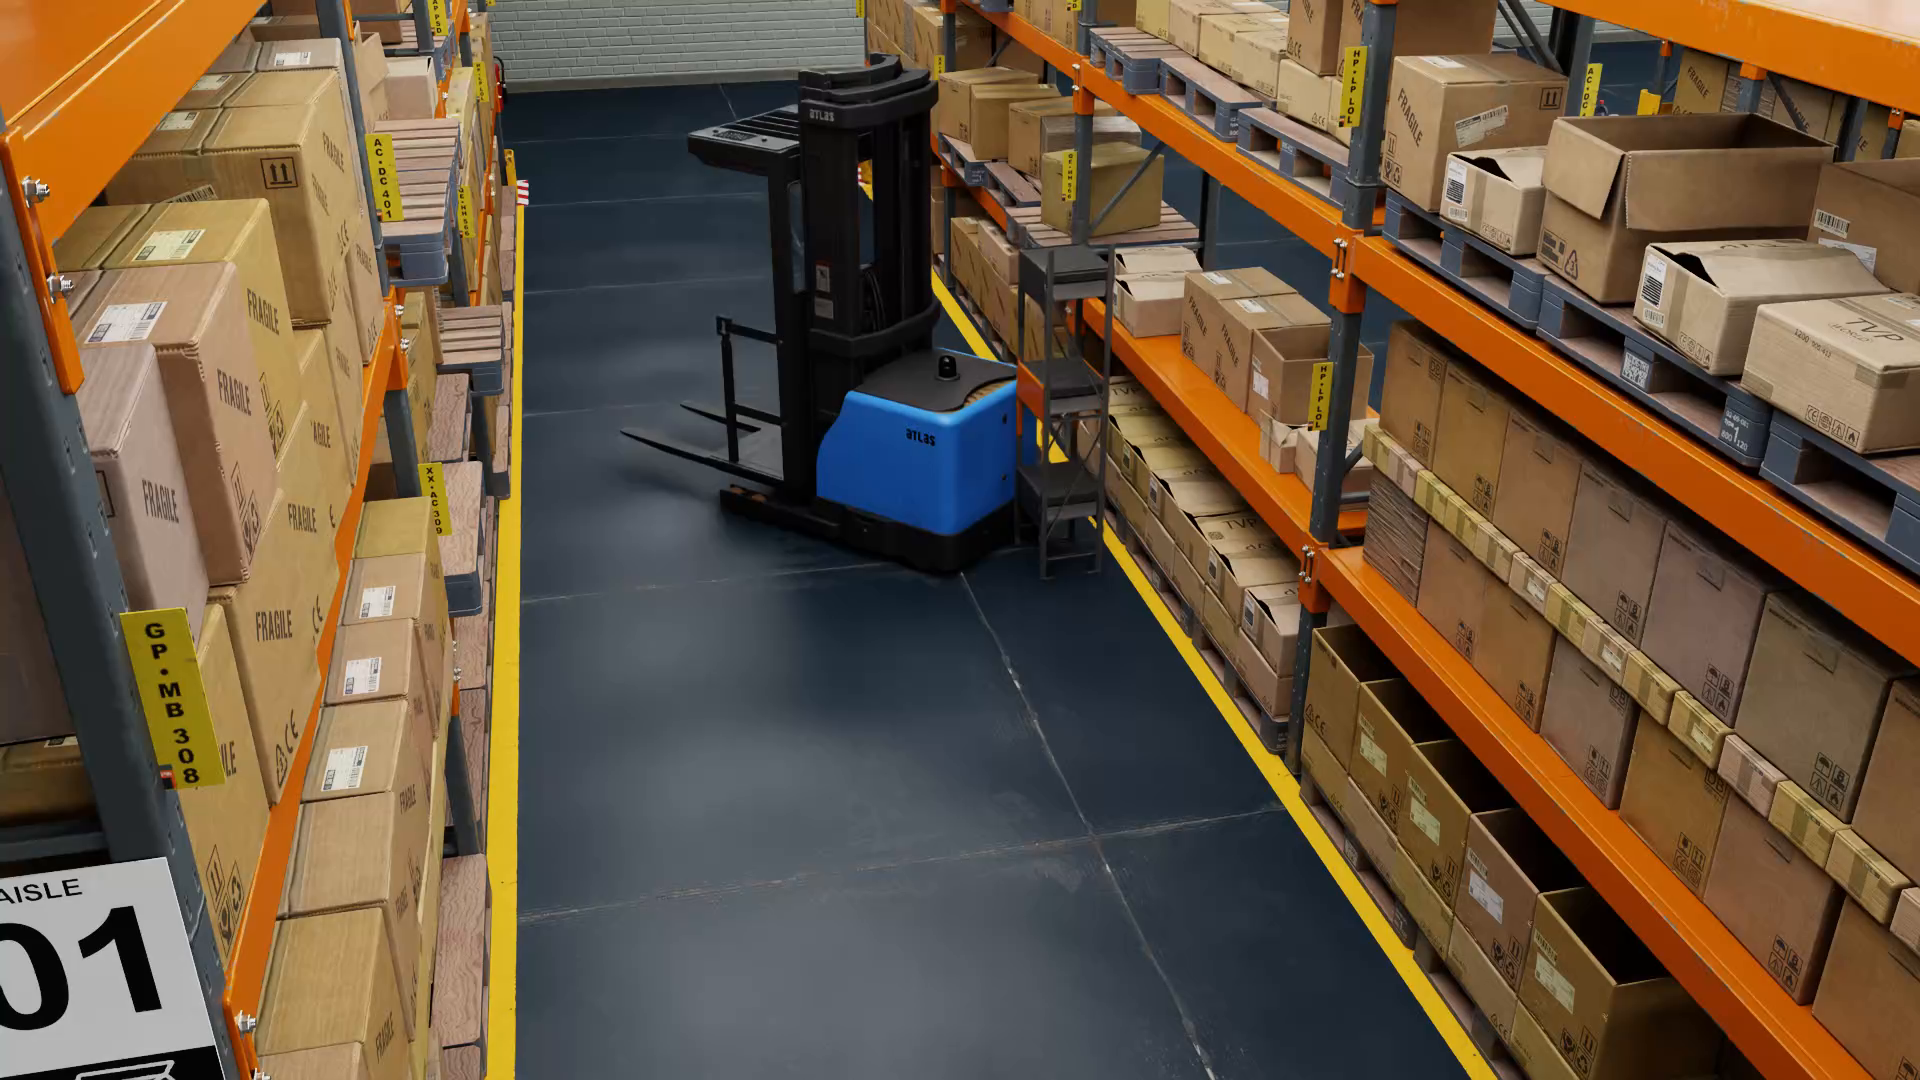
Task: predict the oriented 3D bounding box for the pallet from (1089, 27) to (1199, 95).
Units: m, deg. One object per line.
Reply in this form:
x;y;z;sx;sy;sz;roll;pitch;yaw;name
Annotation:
1.493;-2.944;10.135;1.213;0.211;1.003;-5;27;-9;pallet

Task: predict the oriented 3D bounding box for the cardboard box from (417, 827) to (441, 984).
-1.922;1.177;5.233;0.500;0.250;0.500;-6;27;-11;cardboard box

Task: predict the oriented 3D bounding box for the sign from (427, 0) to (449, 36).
-3.043;-3.098;9.656;0.100;0.325;0.005;-6;27;-12;sign

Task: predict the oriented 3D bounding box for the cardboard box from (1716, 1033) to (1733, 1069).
2.912;1.544;6.116;0.500;0.500;0.500;-6;27;-12;cardboard box

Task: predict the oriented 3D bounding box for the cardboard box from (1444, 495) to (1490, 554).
2.203;-0.081;6.750;0.380;0.149;0.250;-6;27;-12;cardboard box

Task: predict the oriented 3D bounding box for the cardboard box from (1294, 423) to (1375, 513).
2.001;-0.367;8.315;0.500;0.250;0.500;-4;27;-8;cardboard box

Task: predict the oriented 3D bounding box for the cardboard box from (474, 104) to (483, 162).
-4.124;-3.239;13.375;0.500;0.500;0.500;-6;27;-12;cardboard box

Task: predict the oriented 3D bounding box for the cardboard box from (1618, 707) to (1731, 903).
2.734;0.834;5.657;0.700;0.500;0.500;-6;27;-11;cardboard box

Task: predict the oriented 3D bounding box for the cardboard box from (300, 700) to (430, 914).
-1.924;0.851;5.048;0.500;0.500;0.500;-5;27;-10;cardboard box

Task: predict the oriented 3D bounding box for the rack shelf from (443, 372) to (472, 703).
-3.122;-0.274;8.763;1.077;0.370;4.000;-6;27;-12;rack shelf

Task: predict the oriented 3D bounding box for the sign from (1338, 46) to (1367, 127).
1.628;-1.873;6.880;0.100;0.325;0.005;-6;27;-12;sign

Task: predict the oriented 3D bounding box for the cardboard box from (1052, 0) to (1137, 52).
1.122;-3.550;11.015;0.910;0.500;0.500;-6;27;-12;cardboard box

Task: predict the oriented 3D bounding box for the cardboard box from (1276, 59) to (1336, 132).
1.898;-2.194;8.140;0.500;0.250;0.500;-9;28;-17;cardboard box

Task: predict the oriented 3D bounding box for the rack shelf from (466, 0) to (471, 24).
-4.925;-5.126;15.045;1.077;0.370;4.000;-6;27;-12;rack shelf

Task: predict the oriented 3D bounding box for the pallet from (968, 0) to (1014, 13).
0.667;-4.241;12.703;1.213;0.211;1.003;-6;27;-12;pallet

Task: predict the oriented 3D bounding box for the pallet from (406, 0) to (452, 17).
-4.219;-4.086;12.399;0.805;0.209;1.217;-7;28;-14;pallet

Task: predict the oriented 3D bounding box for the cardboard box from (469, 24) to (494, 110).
-5.076;-4.578;16.159;0.980;0.700;0.700;-6;27;-12;cardboard box

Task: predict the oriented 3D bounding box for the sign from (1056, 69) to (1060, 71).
0.891;-4.309;14.673;0.100;0.325;0.005;-6;27;-12;sign

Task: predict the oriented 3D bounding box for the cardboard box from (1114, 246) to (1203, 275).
1.292;-1.774;11.035;0.500;0.311;0.500;-4;27;-8;cardboard box

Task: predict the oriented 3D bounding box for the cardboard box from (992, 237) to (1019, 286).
0.562;-2.253;13.339;0.500;0.250;0.500;-6;27;-13;cardboard box

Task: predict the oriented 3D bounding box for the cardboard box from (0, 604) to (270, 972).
-1.601;0.474;3.021;0.500;0.500;0.500;-5;27;-10;cardboard box

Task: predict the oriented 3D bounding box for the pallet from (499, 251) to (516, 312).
-4.569;-2.326;15.125;1.003;0.211;1.213;-6;27;-12;pallet

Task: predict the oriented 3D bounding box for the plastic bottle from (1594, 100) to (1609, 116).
5.746;-3.762;14.929;0.144;0.351;0.185;-6;27;-12;plastic bottle

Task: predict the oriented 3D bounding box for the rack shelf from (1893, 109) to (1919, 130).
10.455;-3.539;15.232;1.077;0.370;4.000;-6;27;-12;rack shelf

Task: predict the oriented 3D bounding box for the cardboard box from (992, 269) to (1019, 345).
0.573;-1.902;13.476;0.500;0.500;0.500;-7;28;-14;cardboard box

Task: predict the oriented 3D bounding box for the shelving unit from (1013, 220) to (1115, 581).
0.614;-0.818;10.040;0.431;2.100;0.503;-8;28;-15;shelving unit

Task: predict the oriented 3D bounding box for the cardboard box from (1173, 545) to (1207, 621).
1.551;0.218;9.574;0.500;0.250;0.500;-5;27;-10;cardboard box

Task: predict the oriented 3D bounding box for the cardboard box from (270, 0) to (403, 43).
-3.736;-3.257;9.945;0.700;0.500;0.500;-8;28;-16;cardboard box

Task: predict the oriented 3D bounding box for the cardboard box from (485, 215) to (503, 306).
-4.201;-2.185;13.670;0.750;0.750;0.750;-6;27;-11;cardboard box

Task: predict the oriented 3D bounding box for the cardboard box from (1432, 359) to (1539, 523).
2.376;-0.430;6.723;0.700;0.500;0.500;-6;27;-12;cardboard box

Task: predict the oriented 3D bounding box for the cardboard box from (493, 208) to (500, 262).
-4.652;-2.861;15.397;0.700;0.500;0.500;-6;27;-12;cardboard box

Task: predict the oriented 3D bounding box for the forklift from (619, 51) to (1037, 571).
-0.991;-1.621;10.709;3.031;2.935;1.130;18;32;31;forklift

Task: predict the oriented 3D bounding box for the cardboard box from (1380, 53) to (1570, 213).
2.011;-1.608;6.546;0.500;0.500;0.500;-4;27;-7;cardboard box

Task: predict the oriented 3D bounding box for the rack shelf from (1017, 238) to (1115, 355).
0.614;-1.431;9.731;0.431;0.518;0.480;-8;28;-15;rack shelf

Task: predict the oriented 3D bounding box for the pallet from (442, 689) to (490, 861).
-2.848;1.186;8.167;1.003;0.211;1.213;-6;27;-12;pallet

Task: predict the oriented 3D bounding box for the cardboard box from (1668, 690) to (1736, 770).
2.552;0.598;5.405;0.380;0.149;0.250;-5;27;-10;cardboard box

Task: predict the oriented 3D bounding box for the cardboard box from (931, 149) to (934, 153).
-0.187;-4.357;18.339;0.500;0.500;0.500;-6;27;-12;cardboard box

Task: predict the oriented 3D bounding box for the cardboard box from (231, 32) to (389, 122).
-3.371;-2.289;8.491;0.797;0.503;0.637;-2;27;-4;cardboard box

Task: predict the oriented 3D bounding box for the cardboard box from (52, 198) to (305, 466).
-1.810;-0.444;3.728;0.500;0.500;0.500;-5;27;-10;cardboard box

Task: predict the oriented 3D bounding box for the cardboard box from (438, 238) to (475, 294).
-3.433;-1.899;10.720;0.500;0.500;0.500;-5;27;-10;cardboard box

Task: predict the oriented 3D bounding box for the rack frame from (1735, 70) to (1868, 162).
6.080;-2.480;12.334;1.000;3.000;0.127;-6;27;-12;rack frame

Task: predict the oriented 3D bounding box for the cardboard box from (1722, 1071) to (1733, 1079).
3.036;2.097;5.853;0.500;0.250;0.500;-6;27;-12;cardboard box

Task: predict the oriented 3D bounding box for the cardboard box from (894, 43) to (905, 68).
-0.364;-4.647;16.517;0.500;0.500;0.500;-6;27;-11;cardboard box

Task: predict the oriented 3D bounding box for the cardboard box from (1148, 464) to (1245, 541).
1.441;-0.249;9.878;0.500;0.311;0.500;-6;27;-12;cardboard box

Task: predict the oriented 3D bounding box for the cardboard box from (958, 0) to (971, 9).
0.287;-4.913;15.934;0.500;0.500;0.500;-7;28;-13;cardboard box

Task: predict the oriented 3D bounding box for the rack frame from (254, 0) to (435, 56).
-3.572;-4.152;8.989;1.000;3.000;0.127;-6;27;-12;rack frame

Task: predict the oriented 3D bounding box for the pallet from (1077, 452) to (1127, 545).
1.401;-0.368;11.245;1.003;0.211;1.213;-6;27;-12;pallet

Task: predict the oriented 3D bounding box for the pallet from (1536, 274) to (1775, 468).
2.643;-0.616;5.410;1.003;0.211;1.213;-6;27;-12;pallet

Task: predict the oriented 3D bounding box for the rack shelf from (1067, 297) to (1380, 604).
1.704;-0.779;9.763;1.077;0.370;4.000;-6;27;-12;rack shelf

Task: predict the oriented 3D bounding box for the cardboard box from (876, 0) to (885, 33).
-0.582;-5.531;17.159;0.500;0.500;0.500;-6;27;-11;cardboard box

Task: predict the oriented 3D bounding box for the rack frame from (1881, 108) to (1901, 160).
10.004;-4.739;16.809;1.000;3.000;0.127;-6;27;-12;rack frame

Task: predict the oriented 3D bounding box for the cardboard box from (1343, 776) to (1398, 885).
2.071;1.272;7.486;0.500;0.250;0.500;-6;27;-12;cardboard box

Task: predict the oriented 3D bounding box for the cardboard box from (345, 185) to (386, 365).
-2.316;-0.913;5.767;0.500;0.500;0.500;-5;27;-10;cardboard box

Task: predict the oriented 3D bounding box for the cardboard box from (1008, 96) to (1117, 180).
0.810;-3.197;13.178;0.700;0.500;0.500;-13;30;-25;cardboard box

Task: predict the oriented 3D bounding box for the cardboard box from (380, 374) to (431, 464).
-2.871;-0.432;7.677;0.700;0.500;0.500;-3;27;-6;cardboard box
